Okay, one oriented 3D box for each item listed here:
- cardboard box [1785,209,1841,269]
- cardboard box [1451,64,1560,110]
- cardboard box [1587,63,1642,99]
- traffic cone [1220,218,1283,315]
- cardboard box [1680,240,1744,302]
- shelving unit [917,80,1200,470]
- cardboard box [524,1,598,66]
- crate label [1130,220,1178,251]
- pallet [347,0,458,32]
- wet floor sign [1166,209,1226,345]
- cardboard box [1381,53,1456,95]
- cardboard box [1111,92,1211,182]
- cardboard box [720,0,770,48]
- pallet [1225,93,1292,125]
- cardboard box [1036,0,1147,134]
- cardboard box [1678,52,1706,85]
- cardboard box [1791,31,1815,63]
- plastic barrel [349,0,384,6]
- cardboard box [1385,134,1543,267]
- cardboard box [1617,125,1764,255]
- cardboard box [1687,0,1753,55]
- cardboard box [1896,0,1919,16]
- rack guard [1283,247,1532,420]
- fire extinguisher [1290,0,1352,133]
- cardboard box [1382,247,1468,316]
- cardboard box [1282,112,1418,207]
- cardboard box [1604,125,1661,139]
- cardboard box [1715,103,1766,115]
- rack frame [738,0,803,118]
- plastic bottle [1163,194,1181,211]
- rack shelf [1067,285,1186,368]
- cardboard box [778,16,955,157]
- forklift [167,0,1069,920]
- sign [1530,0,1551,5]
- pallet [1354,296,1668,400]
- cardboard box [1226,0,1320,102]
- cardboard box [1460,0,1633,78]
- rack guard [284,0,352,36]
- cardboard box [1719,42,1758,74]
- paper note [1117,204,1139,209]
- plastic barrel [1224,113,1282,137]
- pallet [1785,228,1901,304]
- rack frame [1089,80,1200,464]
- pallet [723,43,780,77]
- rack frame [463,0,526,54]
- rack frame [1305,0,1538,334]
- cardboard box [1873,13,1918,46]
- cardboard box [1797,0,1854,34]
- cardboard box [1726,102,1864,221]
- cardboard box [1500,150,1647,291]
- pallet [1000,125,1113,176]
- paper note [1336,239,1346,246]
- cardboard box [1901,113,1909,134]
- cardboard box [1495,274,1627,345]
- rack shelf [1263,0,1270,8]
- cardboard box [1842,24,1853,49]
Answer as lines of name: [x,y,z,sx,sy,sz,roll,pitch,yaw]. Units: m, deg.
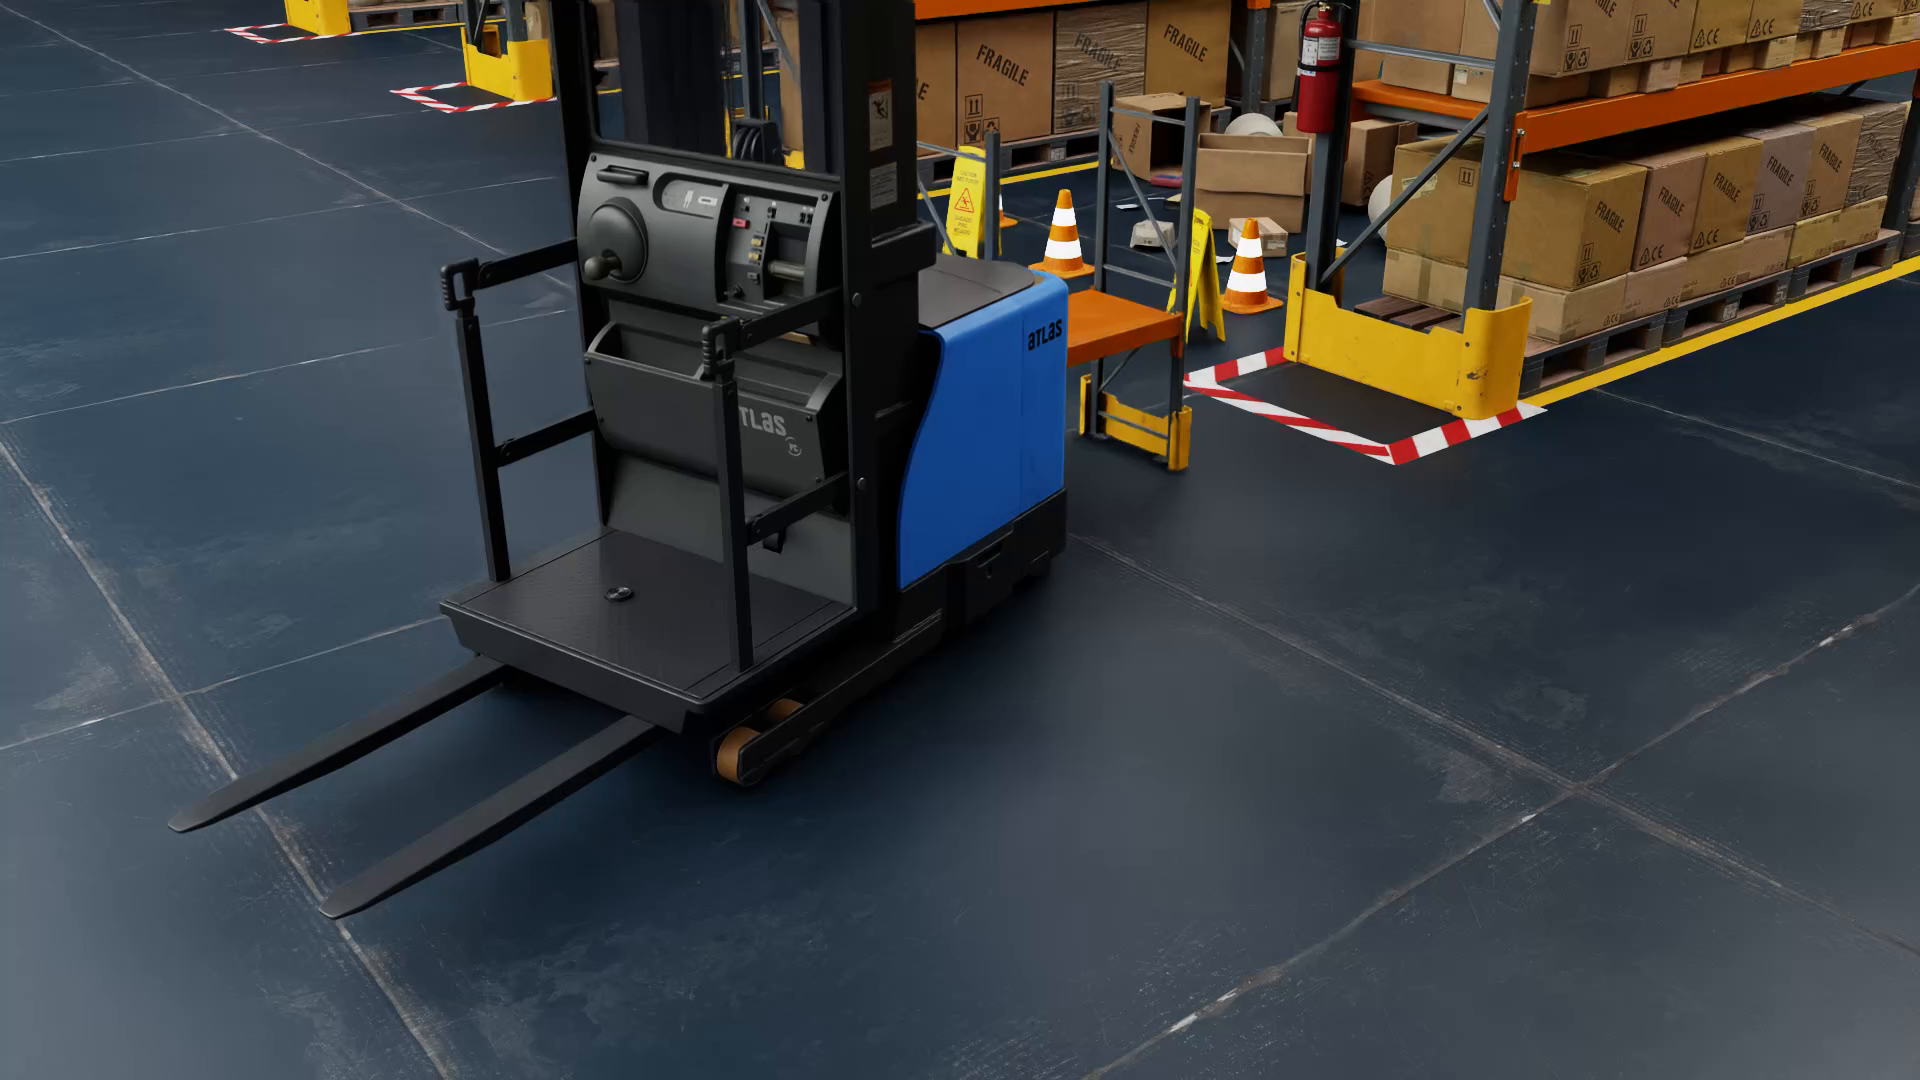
cardboard box: [4.439,-1.698,9.113,0.500,0.250,0.500,-19,31,-35]
cardboard box: [2.398,-2.006,7.307,0.250,0.149,0.380,-18,30,-34]
cardboard box: [2.847,-2.118,7.549,0.250,0.149,0.380,-19,31,-36]
traffic cone: [1.546,-1.489,8.908,0.334,0.463,0.336,-18,31,-34]
cardboard box: [3.636,-1.437,8.551,0.500,0.250,0.500,-16,29,-31]
shelving unit: [0.357,-0.935,6.484,1.083,1.500,0.587,-20,31,-36]
cardboard box: [-3.610,-4.596,15.061,0.500,0.500,0.500,-12,28,-25]
crate label: [1.173,-1.845,10.063,0.250,0.136,0.298,10,27,20]
pallet: [-6.495,-6.004,18.935,1.213,0.211,1.003,-18,31,-34]
wet floor sign: [1.193,-1.337,8.365,0.232,0.644,0.267,-8,26,-16]
cardboard box: [2.165,-2.154,7.627,0.250,0.149,0.380,-17,30,-32]
cardboard box: [1.428,-2.877,11.852,0.500,0.500,0.500,-13,28,-25]
cardboard box: [-2.190,-5.050,16.038,0.500,0.500,0.500,-22,33,-38]
pallet: [2.578,-3.713,14.000,1.213,0.211,1.003,-18,31,-34]
cardboard box: [0.772,-3.604,12.477,0.875,0.875,0.875,-18,30,-34]
cardboard box: [3.258,-2.247,7.827,0.250,0.149,0.380,-17,30,-33]
cardboard box: [4.069,-2.519,8.414,0.250,0.149,0.380,-19,31,-35]
plastic barrel: [-6.697,-6.282,18.679,0.421,0.512,0.421,0,25,0]
cardboard box: [2.473,-1.678,8.179,0.500,0.500,0.500,-18,30,-34]
cardboard box: [3.635,-1.773,8.383,0.500,0.500,0.500,-18,30,-33]
cardboard box: [3.353,-2.580,7.774,0.500,0.500,0.500,-19,31,-35]
cardboard box: [4.955,-3.122,8.941,0.500,0.500,0.500,-19,31,-35]
rack guard: [2.063,-0.986,7.781,0.348,0.500,1.175,-18,31,-34]
fire extinguisher: [1.629,-2.188,7.493,0.183,0.674,0.296,-18,31,-34]
cardboard box: [2.492,-1.349,8.361,0.500,0.250,0.500,-18,31,-34]
cardboard box: [2.554,-2.570,11.029,0.503,0.637,0.797,-18,31,-34]
cardboard box: [3.283,-1.944,8.751,0.500,0.500,0.500,-19,31,-35]
cardboard box: [4.106,-2.216,9.338,0.500,0.500,0.500,-17,30,-32]
rack frame: [-1.131,-3.714,10.689,0.127,3.000,1.000,-18,31,-34]
plastic bottle: [1.461,-2.241,11.005,0.133,0.061,0.283,15,29,29]
rack shelf: [0.351,-0.770,6.554,1.000,0.185,0.538,-20,31,-36]
cardboard box: [-0.638,-3.139,11.474,0.875,0.875,0.875,-18,30,-34]
forklift: [-0.864,-0.858,4.616,1.130,2.935,3.031,16,29,31]
sign: [2.338,-2.313,6.643,0.005,0.325,0.100,-18,31,-34]
pallet: [2.724,-1.054,8.271,1.213,0.211,1.003,-18,31,-34]
cardboard box: [2.450,-4.114,13.725,0.750,0.750,1.050,-18,31,-34]
cardboard box: [2.547,-2.312,7.196,0.500,0.500,0.500,-19,31,-35]
rack guard: [-7.137,-5.925,18.424,0.348,0.500,1.175,-18,31,-34]
cardboard box: [3.654,-2.395,8.145,0.250,0.149,0.380,-19,31,-35]
paper note: [1.118,-2.200,10.957,0.142,0.017,0.144,-8,26,-16]
plastic barrel: [2.071,-2.781,11.740,0.421,0.421,0.512,1,25,2]
pallet: [4.644,-1.688,9.637,1.213,0.211,1.003,-18,31,-34]
rack frame: [0.736,-1.072,6.778,0.032,1.500,0.500,-20,31,-36]
pallet: [-2.432,-4.652,16.024,1.213,0.211,1.003,-18,31,-34]
rack frame: [-4.112,-5.383,14.286,0.127,3.000,1.000,-18,31,-34]
rack frame: [2.003,-2.100,7.212,0.127,3.000,1.000,-18,31,-34]
cardboard box: [4.894,-2.774,8.962,0.250,0.149,0.380,-17,30,-33]
cardboard box: [4.148,-2.849,8.354,0.500,0.500,0.500,-17,30,-33]
cardboard box: [4.452,-2.047,8.975,0.500,0.500,0.500,-18,30,-33]
cardboard box: [2.827,-1.508,7.813,0.500,0.500,0.500,-19,31,-36]
pallet: [0.409,-2.998,12.458,1.213,0.211,1.003,-18,31,-34]
paper note: [2.280,-1.824,10.158,0.142,0.019,0.148,-8,26,-16]
cardboard box: [6.126,-2.463,10.616,0.625,0.372,0.950,-16,29,-31]
cardboard box: [2.809,-1.161,7.957,0.500,0.250,0.500,-19,31,-34]
rack shelf: [3.591,-4.946,14.199,4.000,0.370,1.077,-18,31,-34]
cardboard box: [4.436,-2.672,8.742,0.250,0.149,0.380,-19,31,-35]
